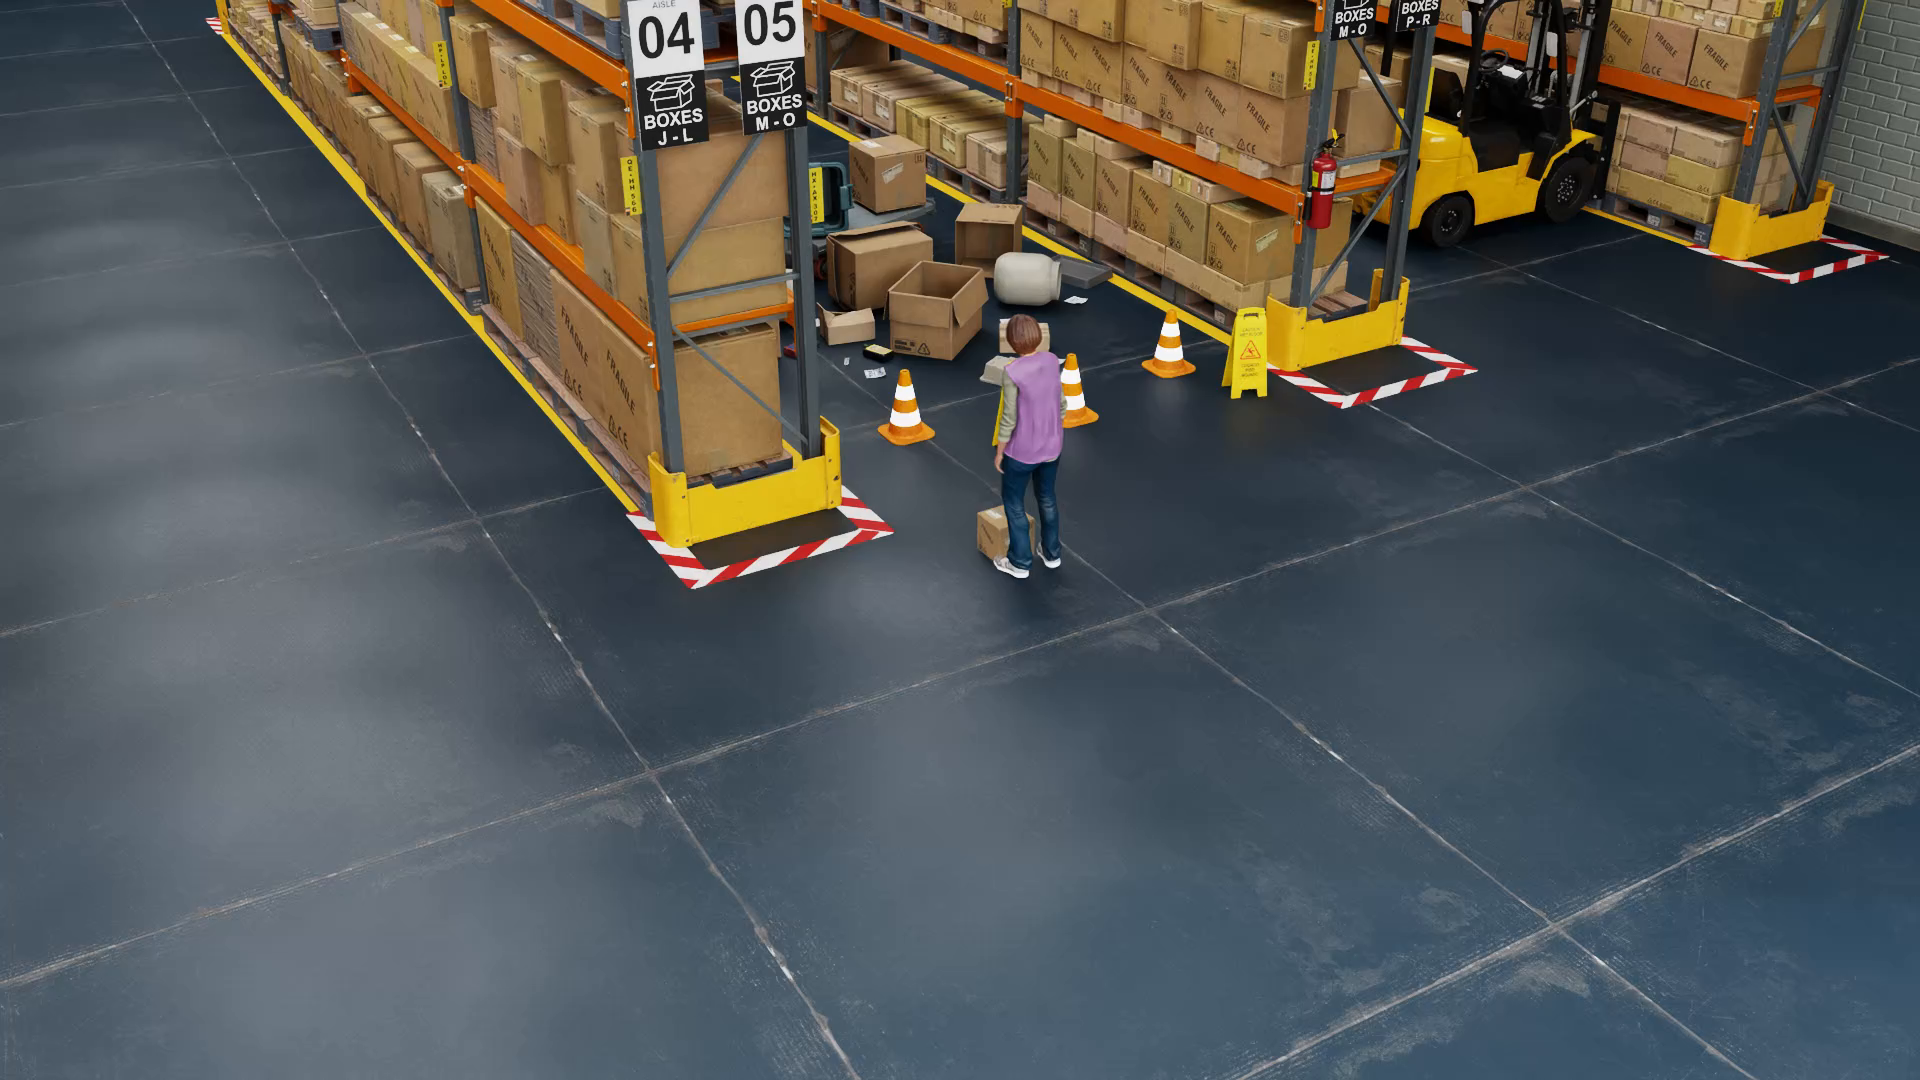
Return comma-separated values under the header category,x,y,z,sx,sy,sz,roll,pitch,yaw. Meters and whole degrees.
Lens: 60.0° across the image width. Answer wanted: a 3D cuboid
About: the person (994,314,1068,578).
category,x,y,z,sx,sy,sz,roll,pitch,yaw
person,0.403,-0.523,9.489,0.478,1.592,0.345,-18,34,-29
